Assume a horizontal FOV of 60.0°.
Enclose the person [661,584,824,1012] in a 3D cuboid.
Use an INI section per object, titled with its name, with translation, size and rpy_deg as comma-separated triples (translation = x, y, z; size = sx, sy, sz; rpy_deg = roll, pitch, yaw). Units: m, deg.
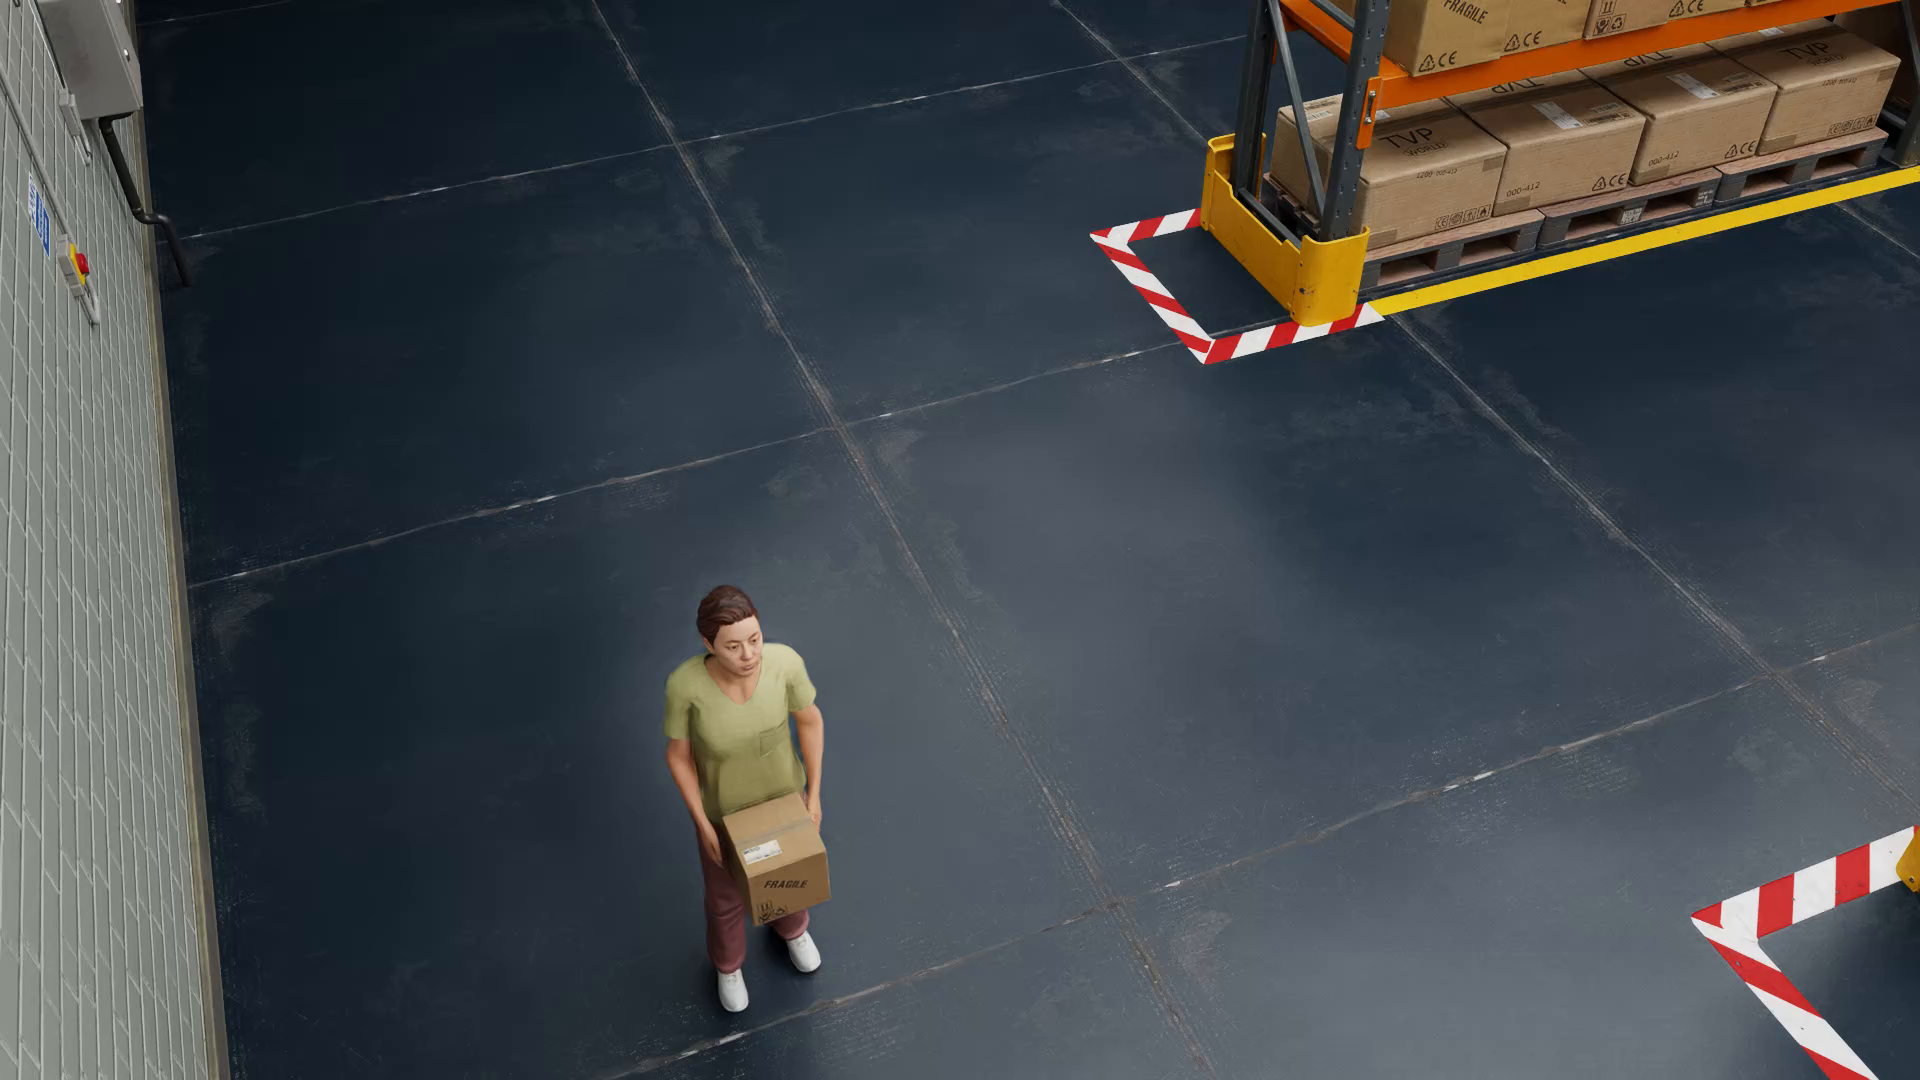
[person]
translation = -0.647, 0.819, 5.250
size = 0.498, 1.671, 0.422
rpy_deg = -15, 44, -16
